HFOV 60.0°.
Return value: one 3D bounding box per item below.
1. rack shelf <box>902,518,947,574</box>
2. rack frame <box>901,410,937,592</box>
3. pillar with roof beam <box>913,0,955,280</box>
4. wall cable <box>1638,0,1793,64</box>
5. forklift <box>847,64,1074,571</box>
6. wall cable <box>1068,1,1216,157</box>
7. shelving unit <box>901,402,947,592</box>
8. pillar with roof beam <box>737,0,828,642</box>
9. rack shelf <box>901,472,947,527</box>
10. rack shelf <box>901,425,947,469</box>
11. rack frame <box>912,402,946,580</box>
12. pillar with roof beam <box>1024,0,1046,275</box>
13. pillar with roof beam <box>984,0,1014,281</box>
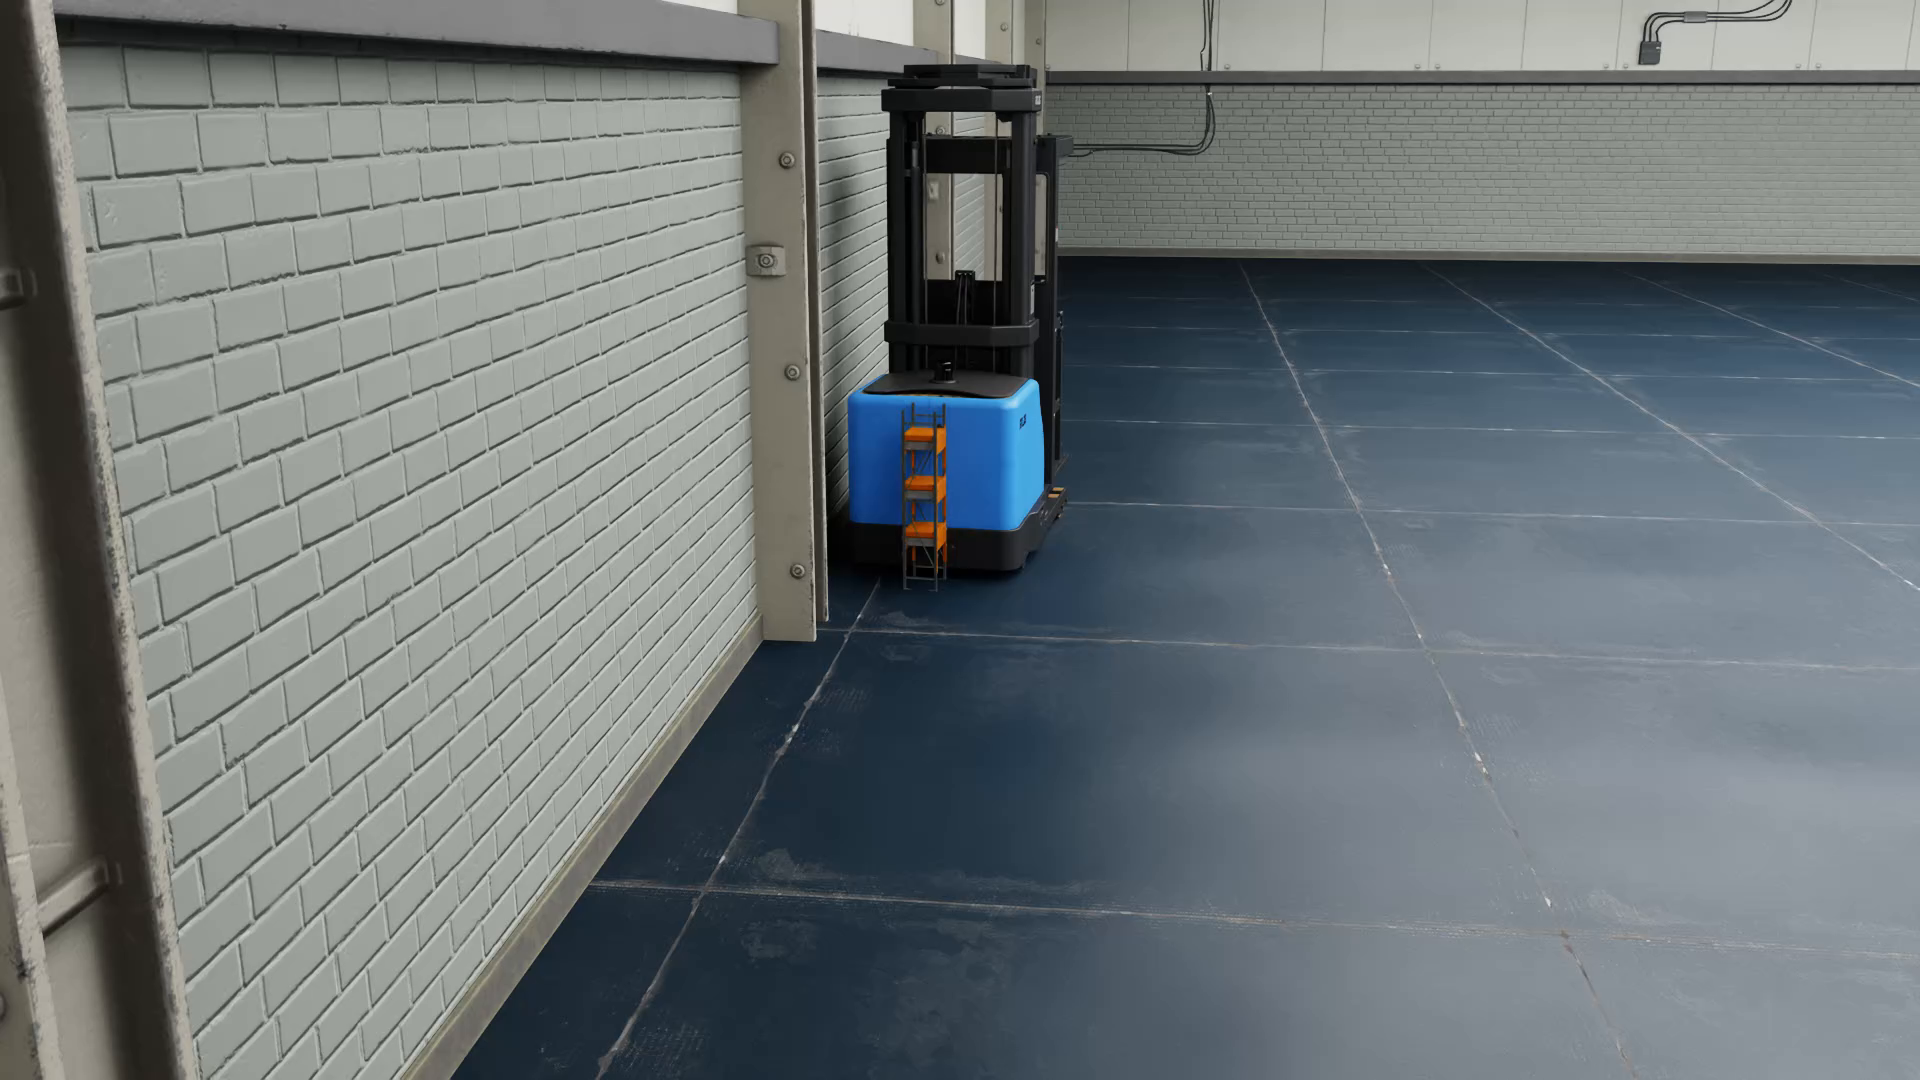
[{"bbox_3d":[-0.205,0.032,9.639,0.215,0.259,0.240,3,15,11],"label":"rack shelf"},{"bbox_3d":[-0.230,-0.216,9.449,0.200,1.050,0.008,3,15,11],"label":"rack frame"},{"bbox_3d":[4.061,-5.298,13.016,9.100,9.000,0.400,2,15,6],"label":"pillar with roof beam"},{"bbox_3d":[12.215,-10.620,26.184,2.305,6.003,0.169,2,15,6],"label":"wall cable"},{"bbox_3d":[0.128,-1.575,10.873,1.130,2.935,3.031,3,15,11],"label":"forklift"},{"bbox_3d":[2.784,-7.764,28.082,3.097,2.526,0.112,2,15,6],"label":"wall cable"},{"bbox_3d":[-0.205,-0.247,9.564,0.215,1.050,0.252,3,15,11],"label":"shelving unit"},{"bbox_3d":[3.384,-3.742,7.261,9.100,9.000,0.400,2,15,6],"label":"pillar with roof beam"},{"bbox_3d":[-0.205,-0.237,9.567,0.215,0.259,0.240,3,15,11],"label":"rack shelf"},{"bbox_3d":[-0.205,-0.511,9.493,0.215,0.259,0.240,3,15,11],"label":"rack shelf"},{"bbox_3d":[-0.180,-0.278,9.679,0.200,1.050,0.008,3,15,11],"label":"rack frame"},{"bbox_3d":[5.416,-8.411,24.526,9.100,9.000,0.400,2,15,6],"label":"pillar with roof beam"},{"bbox_3d":[4.738,-6.854,18.771,9.100,9.000,0.400,2,15,6],"label":"pillar with roof beam"}]
